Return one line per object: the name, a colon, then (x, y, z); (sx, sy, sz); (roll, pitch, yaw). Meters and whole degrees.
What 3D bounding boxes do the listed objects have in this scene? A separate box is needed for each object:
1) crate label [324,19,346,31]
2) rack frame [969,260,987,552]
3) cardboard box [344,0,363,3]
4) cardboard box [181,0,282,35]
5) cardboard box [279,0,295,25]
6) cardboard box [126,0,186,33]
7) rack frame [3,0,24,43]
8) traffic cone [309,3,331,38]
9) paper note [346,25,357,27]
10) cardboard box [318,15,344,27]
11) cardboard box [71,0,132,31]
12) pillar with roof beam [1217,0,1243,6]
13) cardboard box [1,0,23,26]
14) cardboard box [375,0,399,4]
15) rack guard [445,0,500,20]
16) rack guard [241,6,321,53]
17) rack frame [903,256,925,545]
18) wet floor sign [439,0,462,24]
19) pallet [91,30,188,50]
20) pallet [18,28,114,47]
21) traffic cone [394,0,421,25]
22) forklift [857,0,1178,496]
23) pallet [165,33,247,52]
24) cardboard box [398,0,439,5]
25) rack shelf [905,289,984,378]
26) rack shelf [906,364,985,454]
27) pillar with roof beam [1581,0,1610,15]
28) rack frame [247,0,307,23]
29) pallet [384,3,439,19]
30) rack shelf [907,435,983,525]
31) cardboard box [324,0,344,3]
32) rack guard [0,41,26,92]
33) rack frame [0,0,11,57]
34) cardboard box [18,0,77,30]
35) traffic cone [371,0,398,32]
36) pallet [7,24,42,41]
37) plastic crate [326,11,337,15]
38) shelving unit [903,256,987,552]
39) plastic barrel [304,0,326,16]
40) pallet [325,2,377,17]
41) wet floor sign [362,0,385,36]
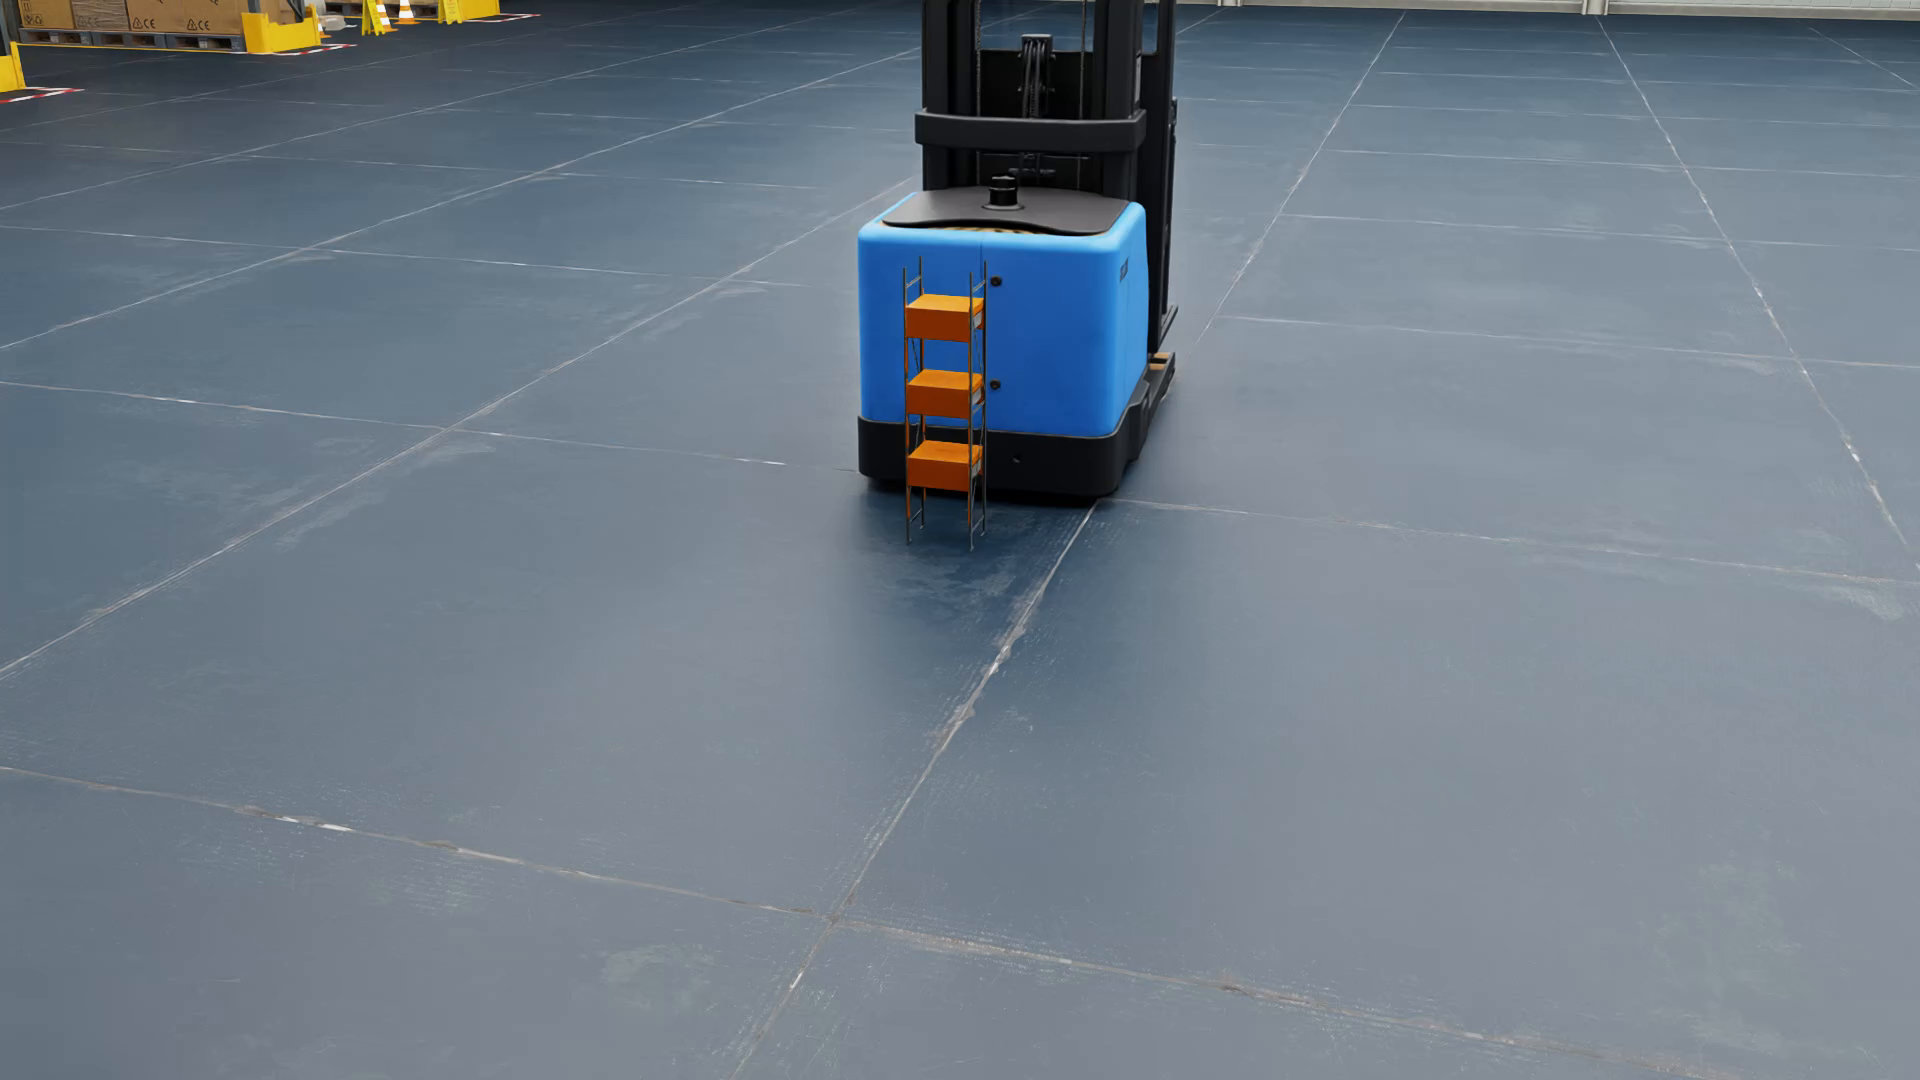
crate label: (-9.349, -7.708, 24.880); (0.298, 0.136, 0.250); (-5, 23, -12)
rack frame: (0.066, -0.478, 6.052); (0.008, 1.050, 0.200); (7, 23, 16)
cardboard box: (-9.646, -8.858, 26.983); (0.500, 0.250, 0.500); (6, 23, 14)
cardboard box: (-9.800, -7.283, 22.318); (0.875, 0.875, 0.875); (7, 23, 16)
cardboard box: (-10.211, -7.948, 24.984); (0.637, 0.503, 0.797); (-9, 24, -21)
cardboard box: (-10.643, -7.378, 22.551); (0.875, 0.875, 0.875); (6, 23, 15)
rack frame: (-12.961, -8.459, 22.940); (0.127, 3.000, 1.000); (7, 23, 16)
traffic cone: (-9.230, -7.421, 23.753); (0.334, 0.463, 0.336); (7, 23, 16)
paper note: (-9.279, -7.837, 25.336); (0.142, 0.019, 0.148); (-1, 22, -3)
cardboard box: (-9.636, -7.921, 25.385); (0.380, 0.149, 0.250); (-20, 29, -39)
cardboard box: (-11.515, -7.479, 22.796); (0.875, 0.875, 0.875); (7, 23, 16)
pillar with roof beam: (3.470, -11.934, 23.506); (0.400, 9.000, 9.100); (7, 23, 16)
cardboard box: (-13.581, -7.648, 23.374); (0.750, 0.750, 1.050); (6, 23, 15)
cardboard box: (-9.144, -8.803, 26.848); (0.500, 0.250, 0.500); (7, 23, 16)
rack guard: (-7.871, -8.682, 26.778); (0.348, 0.500, 1.175); (7, 23, 16)
rack guard: (-9.109, -6.862, 22.339); (0.348, 0.500, 1.175); (7, 23, 16)
rack frame: (-0.168, -0.505, 6.118); (0.008, 1.050, 0.200); (7, 23, 16)
wet floor sign: (-7.926, -8.332, 25.731); (0.232, 0.644, 0.267); (16, 27, 34)
pallet: (-11.084, -6.924, 22.873); (1.213, 0.211, 1.003); (7, 23, 15)
pallet: (-12.256, -7.057, 23.197); (1.213, 0.211, 1.003); (7, 23, 15)
traffic cone: (-8.583, -8.235, 25.737); (0.334, 0.463, 0.336); (7, 23, 16)
forklift: (0.431, -2.057, 7.423); (1.130, 2.935, 3.031); (5, 23, 12)
pallet: (-9.920, -6.790, 22.545); (1.213, 0.211, 1.003); (7, 23, 15)
cardboard box: (-8.673, -8.746, 26.709); (0.500, 0.250, 0.500); (6, 23, 15)
rack shelf: (-0.051, -0.744, 5.981); (0.240, 0.259, 0.215); (7, 23, 16)
rack shelf: (-0.051, -0.482, 6.089); (0.240, 0.259, 0.215); (7, 23, 16)
pillar with roof beam: (9.215, -11.276, 21.903); (0.400, 9.000, 9.100); (7, 23, 16)
rack frame: (-9.132, -8.021, 21.872); (0.127, 3.000, 1.000); (7, 23, 16)
pallet: (-8.639, -8.651, 27.081); (1.213, 0.211, 1.003); (7, 23, 16)
rack shelf: (-0.051, -0.225, 6.195); (0.240, 0.259, 0.215); (7, 23, 16)
cardboard box: (-10.118, -8.917, 27.125); (0.500, 0.250, 0.500); (6, 23, 15)
rack guard: (-10.734, -5.082, 18.000); (0.348, 0.500, 1.175); (7, 23, 16)
rack frame: (-10.661, -6.230, 17.505); (0.127, 3.000, 1.000); (7, 23, 16)
cardboard box: (-12.379, -7.576, 23.034); (0.875, 0.875, 0.875); (7, 23, 16)
traffic cone: (-8.578, -7.795, 24.663); (0.334, 0.463, 0.336); (7, 23, 16)
pallet: (-13.722, -7.226, 23.609); (1.213, 0.211, 1.003); (7, 23, 16)
plastic crate: (-10.362, -8.448, 26.760); (0.583, 0.080, 0.402); (-1, 22, -3)
shelving unit: (-0.051, -0.492, 6.085); (0.252, 1.050, 0.215); (7, 23, 16)
plastic barrel: (-10.213, -8.315, 25.983); (0.512, 0.421, 0.421); (-14, 26, -30)
pallet: (-9.803, -8.785, 27.409); (1.213, 0.211, 1.003); (7, 23, 16)
wet floor sign: (-8.532, -7.648, 24.064); (0.232, 0.644, 0.267); (3, 22, 6)
